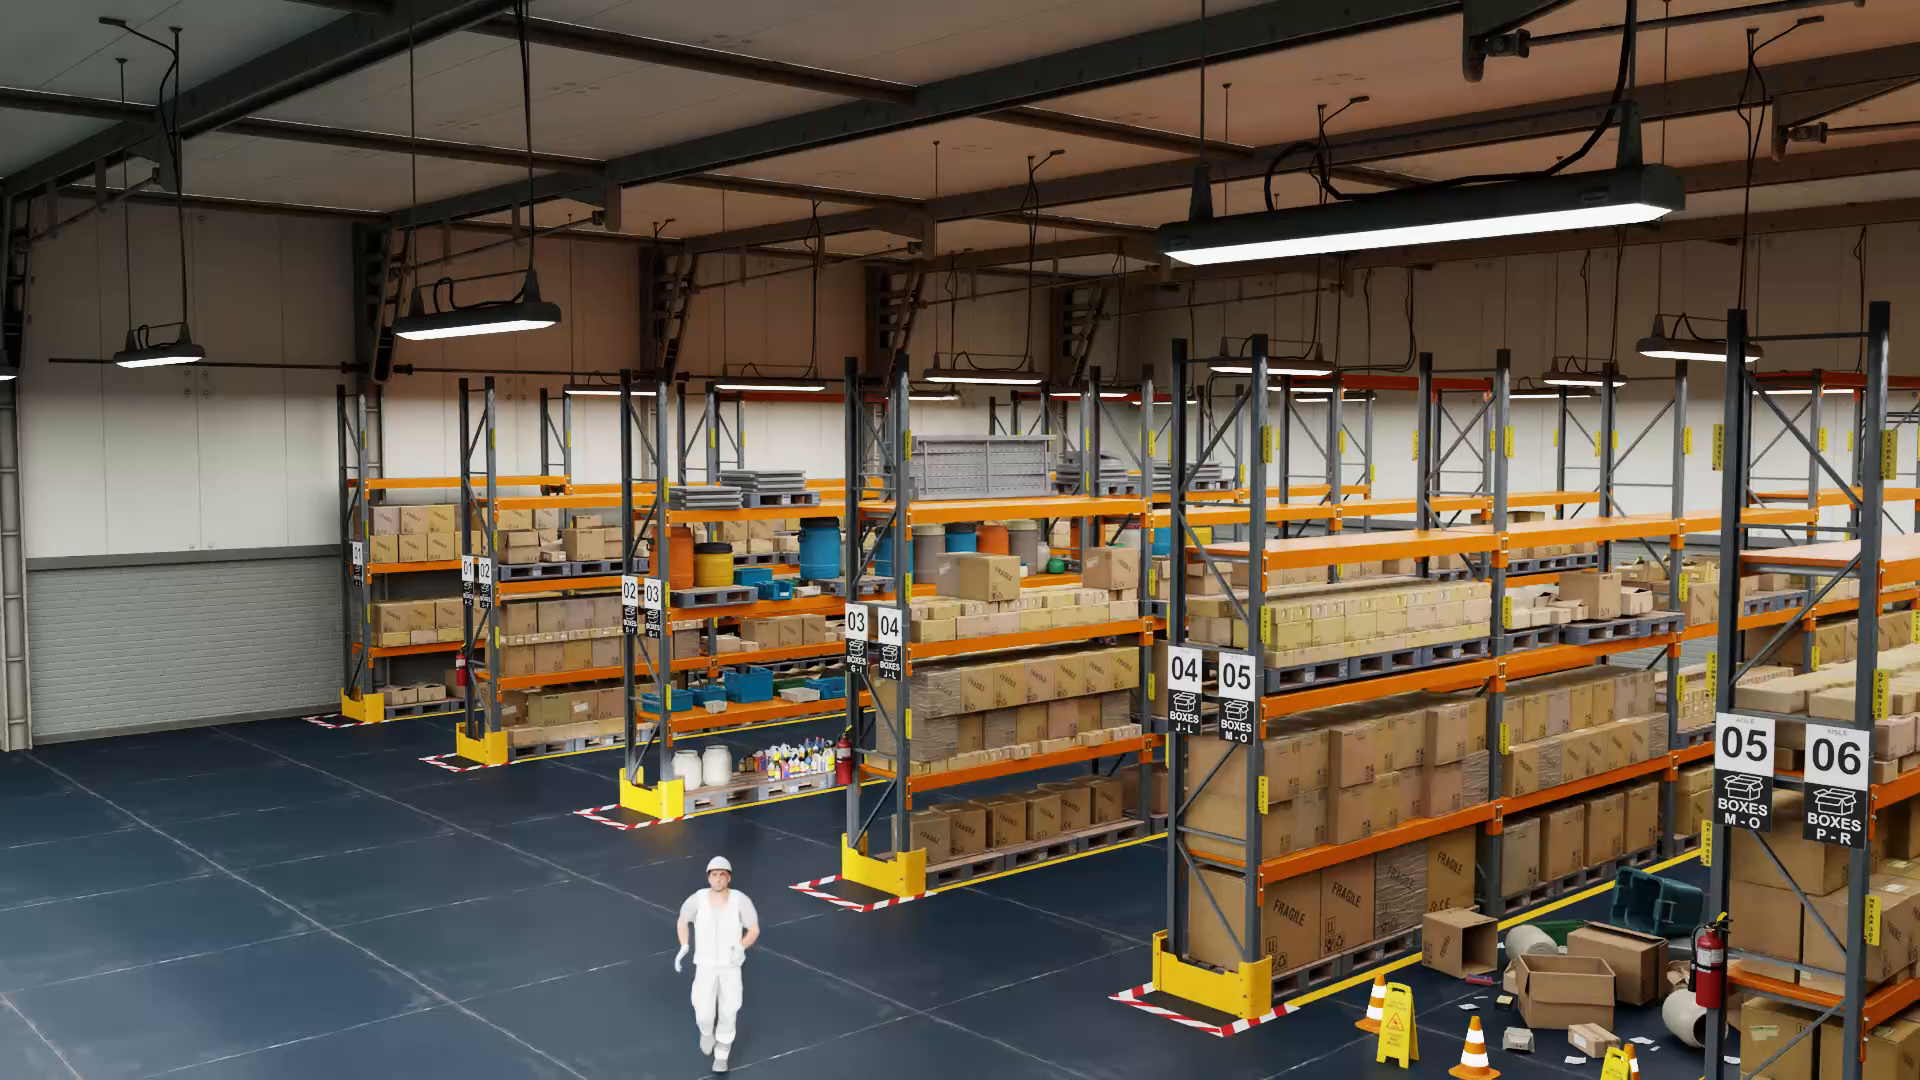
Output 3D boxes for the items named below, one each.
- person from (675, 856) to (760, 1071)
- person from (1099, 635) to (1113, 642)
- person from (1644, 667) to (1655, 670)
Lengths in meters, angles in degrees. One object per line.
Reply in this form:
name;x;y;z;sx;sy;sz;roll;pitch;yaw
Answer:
person;-1.943;3.413;13.336;0.671;1.739;0.591;0;4;-6
person;2.847;1.876;32.471;0.636;1.782;0.796;3;5;38
person;10.056;2.734;24.315;0.728;1.777;0.627;-3;5;-40
